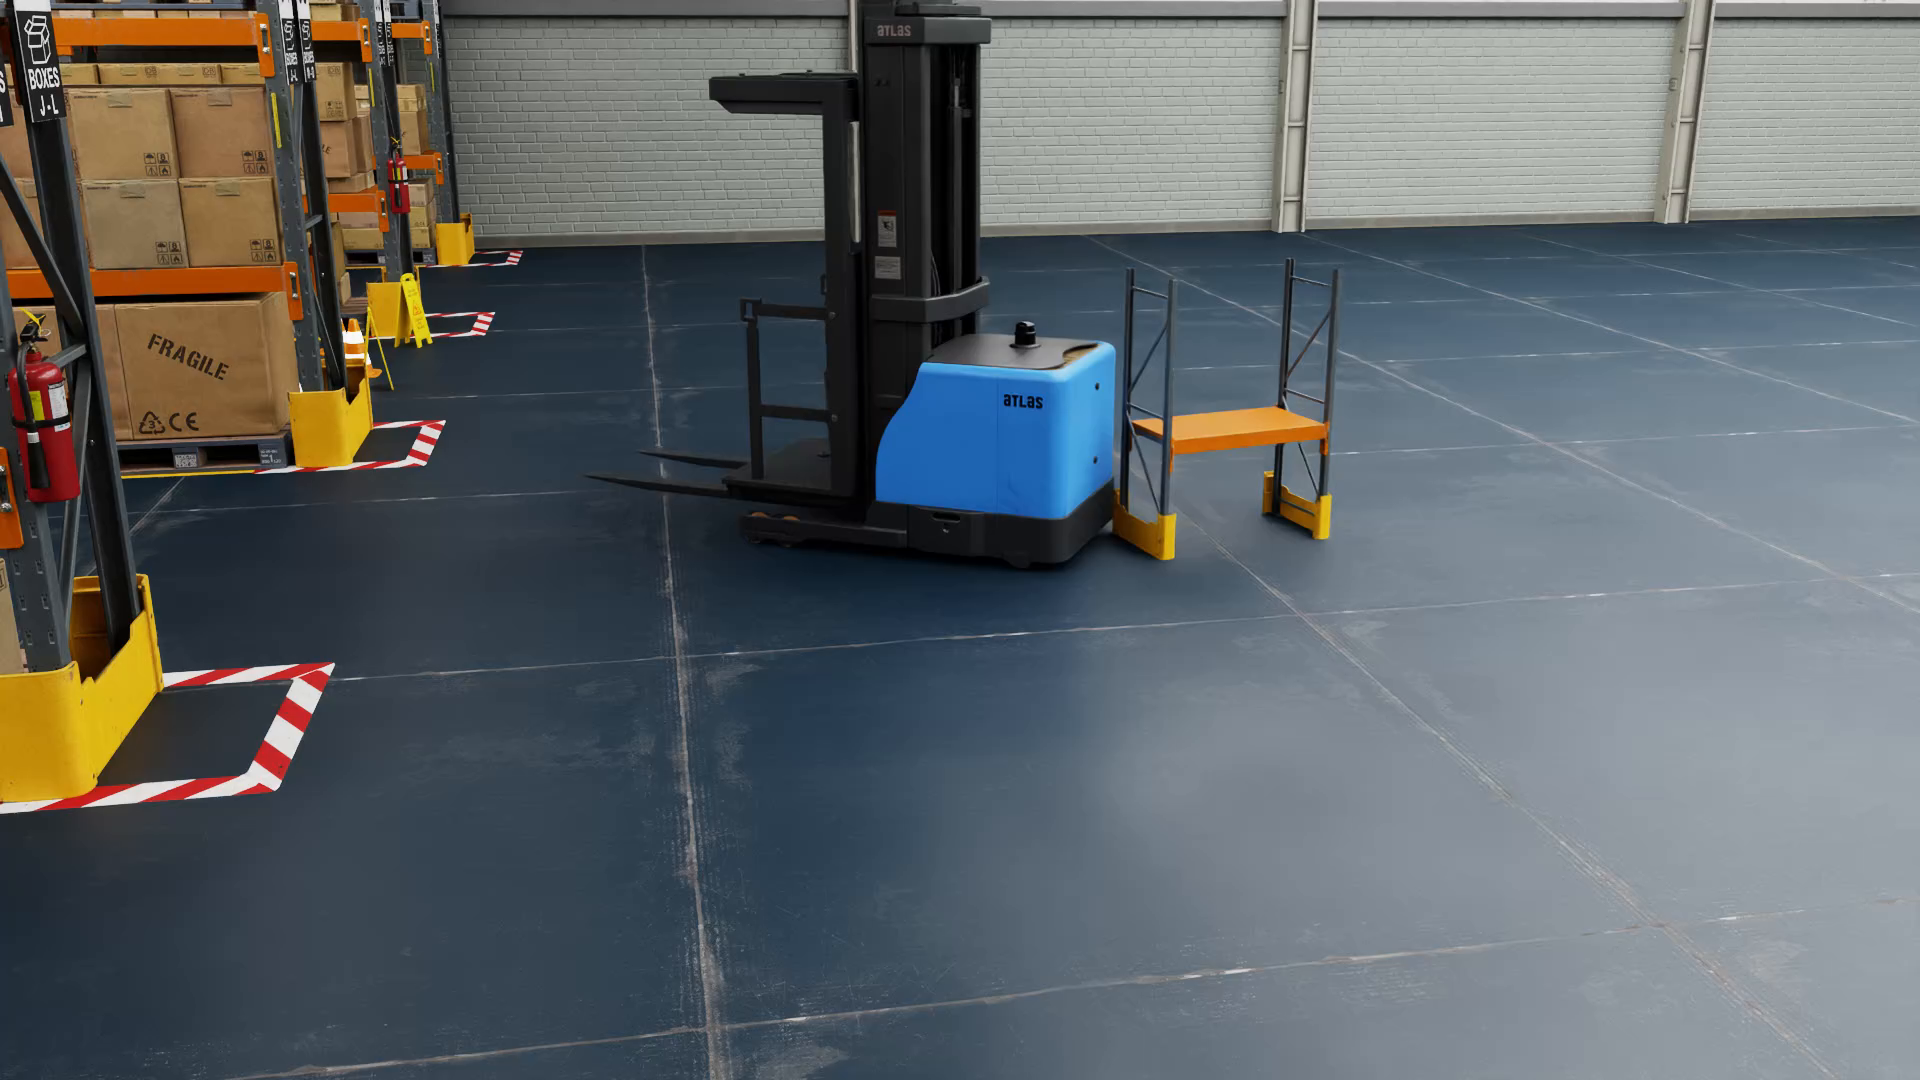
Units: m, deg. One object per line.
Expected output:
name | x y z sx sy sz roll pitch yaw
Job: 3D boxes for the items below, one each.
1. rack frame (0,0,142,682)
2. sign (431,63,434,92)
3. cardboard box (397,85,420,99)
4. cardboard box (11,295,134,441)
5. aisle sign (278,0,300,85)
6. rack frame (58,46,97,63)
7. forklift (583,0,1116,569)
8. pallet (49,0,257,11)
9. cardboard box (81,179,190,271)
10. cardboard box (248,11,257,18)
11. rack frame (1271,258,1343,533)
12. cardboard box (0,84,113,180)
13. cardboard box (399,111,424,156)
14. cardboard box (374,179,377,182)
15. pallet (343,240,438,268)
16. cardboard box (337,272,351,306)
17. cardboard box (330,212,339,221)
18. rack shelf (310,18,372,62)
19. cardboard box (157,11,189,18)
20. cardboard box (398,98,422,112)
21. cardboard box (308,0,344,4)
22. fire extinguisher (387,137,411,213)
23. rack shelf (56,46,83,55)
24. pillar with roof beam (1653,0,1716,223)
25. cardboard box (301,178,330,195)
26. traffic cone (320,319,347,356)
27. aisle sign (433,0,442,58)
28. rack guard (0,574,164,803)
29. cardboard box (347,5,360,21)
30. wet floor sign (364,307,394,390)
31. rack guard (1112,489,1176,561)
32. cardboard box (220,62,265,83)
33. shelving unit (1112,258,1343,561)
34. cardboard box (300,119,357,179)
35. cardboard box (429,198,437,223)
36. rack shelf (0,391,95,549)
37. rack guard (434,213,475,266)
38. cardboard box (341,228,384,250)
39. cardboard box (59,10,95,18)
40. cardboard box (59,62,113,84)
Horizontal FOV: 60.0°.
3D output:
rack frame | -3.457 -0.640 6.286 0.127 3.000 1.000 -3 17 -10
sign | -6.193 -5.437 19.528 0.005 0.325 0.100 -3 17 -10
cardboard box | -6.594 -5.347 19.829 0.250 0.149 0.380 -3 17 -10
cardboard box | -5.816 -1.154 10.863 0.875 0.875 0.875 -4 17 -11
aisle sign | -4.173 -3.235 10.309 0.004 0.787 0.394 -3 17 -10
rack frame | -10.210 -4.704 19.520 0.127 3.000 1.000 -3 17 -10
forklift | -0.692 -1.504 9.215 3.031 2.935 1.130 6 18 20
pallet | -5.025 -3.422 10.388 1.213 0.211 1.003 -3 17 -10
cardboard box | -5.191 -2.076 10.707 0.550 0.550 0.875 -3 17 -10
cardboard box | -6.140 -4.682 14.764 0.250 0.149 0.380 -3 17 -9
rack frame | 1.947 -0.804 9.373 0.032 1.500 0.500 -7 18 -22
cardboard box | -5.769 -2.604 10.587 0.550 0.550 0.875 -3 17 -10
cardboard box | -6.716 -4.872 19.895 0.500 0.500 0.500 -4 17 -12
cardboard box | -7.280 -4.290 20.437 0.500 0.250 0.500 -3 17 -10
pallet | -7.026 -3.540 20.476 1.213 0.211 1.003 -3 17 -10
cardboard box | -6.182 -2.418 16.042 0.500 0.250 0.500 -3 17 -11
cardboard box | -7.699 -3.876 19.938 0.500 0.250 0.500 -4 17 -12
rack shelf | -7.301 -4.475 14.889 4.000 0.370 1.077 -3 17 -10
cardboard box | -6.897 -4.647 14.650 0.250 0.149 0.380 -4 17 -12
cardboard box | -6.570 -5.185 19.809 0.250 0.149 0.380 -3 17 -10
cardboard box | -5.789 -4.895 14.779 0.500 0.250 0.500 -3 17 -11
fire extinguisher | -5.138 -3.333 15.186 0.183 0.674 0.296 -3 17 -10
rack shelf | -12.174 -5.683 18.822 4.000 0.370 1.077 -3 17 -10
pillar with roof beam | 11.353 -7.778 19.307 0.400 9.000 9.100 -3 17 -10
cardboard box | -5.892 -3.248 15.205 0.250 0.149 0.380 -3 17 -11
traffic cone | -5.515 -1.888 14.671 0.334 0.463 0.336 -3 17 -10
aisle sign | -6.162 -6.089 19.599 0.004 0.787 0.394 -3 17 -10
rack guard | -3.532 0.559 6.639 0.348 0.500 1.175 -3 17 -10
cardboard box | -5.725 -4.885 15.428 0.250 0.149 0.380 -3 17 -10
wet floor sign | -4.646 -1.522 13.169 0.232 0.644 0.267 -6 18 -20
rack guard | 1.011 -0.090 9.179 0.087 0.250 0.587 -7 18 -22
cardboard box | -6.296 -4.047 14.999 0.500 0.500 0.700 -3 17 -10
shelving unit | 1.470 -0.745 9.180 1.083 1.500 0.587 -7 18 -22
cardboard box | -5.818 -3.577 15.171 0.500 0.500 0.500 -4 17 -11
cardboard box | -6.784 -4.086 20.623 0.500 0.250 0.500 -3 17 -9
rack shelf | -5.421 -0.184 6.029 4.000 0.370 1.077 -3 17 -10
rack guard | -6.259 -3.734 20.616 0.348 0.500 1.175 -3 17 -10
cardboard box | -7.174 -3.671 20.124 0.500 0.250 0.500 -3 17 -10
cardboard box | -7.630 -4.581 14.436 0.250 0.149 0.380 -4 17 -12
cardboard box | -7.788 -3.946 14.670 0.500 0.500 0.700 -4 17 -12
